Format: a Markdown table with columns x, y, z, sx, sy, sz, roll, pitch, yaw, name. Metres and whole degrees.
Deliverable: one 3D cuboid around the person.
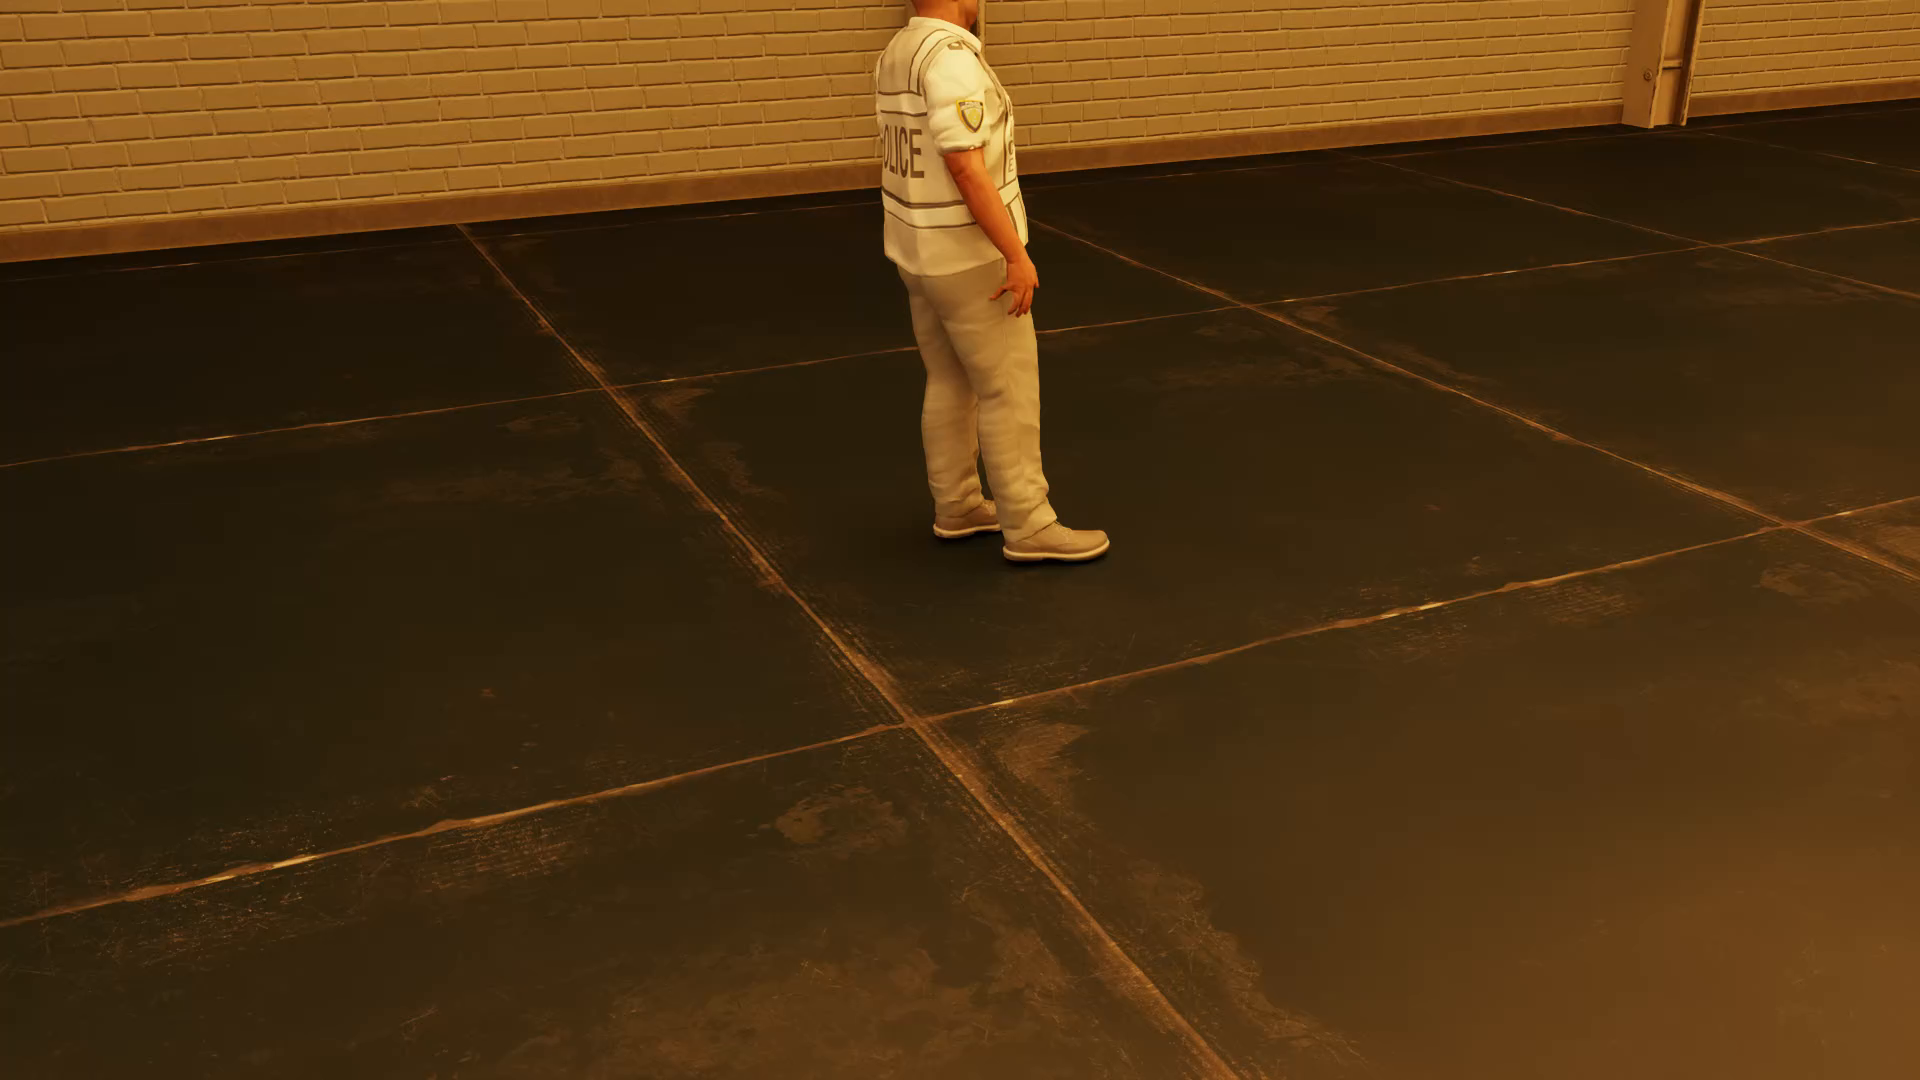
| x | y | z | sx | sy | sz | roll | pitch | yaw | name |
| --- | --- | --- | --- | --- | --- | --- | --- | --- | --- |
| 0.076 | -0.839 | 4.783 | 0.574 | 1.780 | 0.641 | -10 | 25 | -23 | person |
